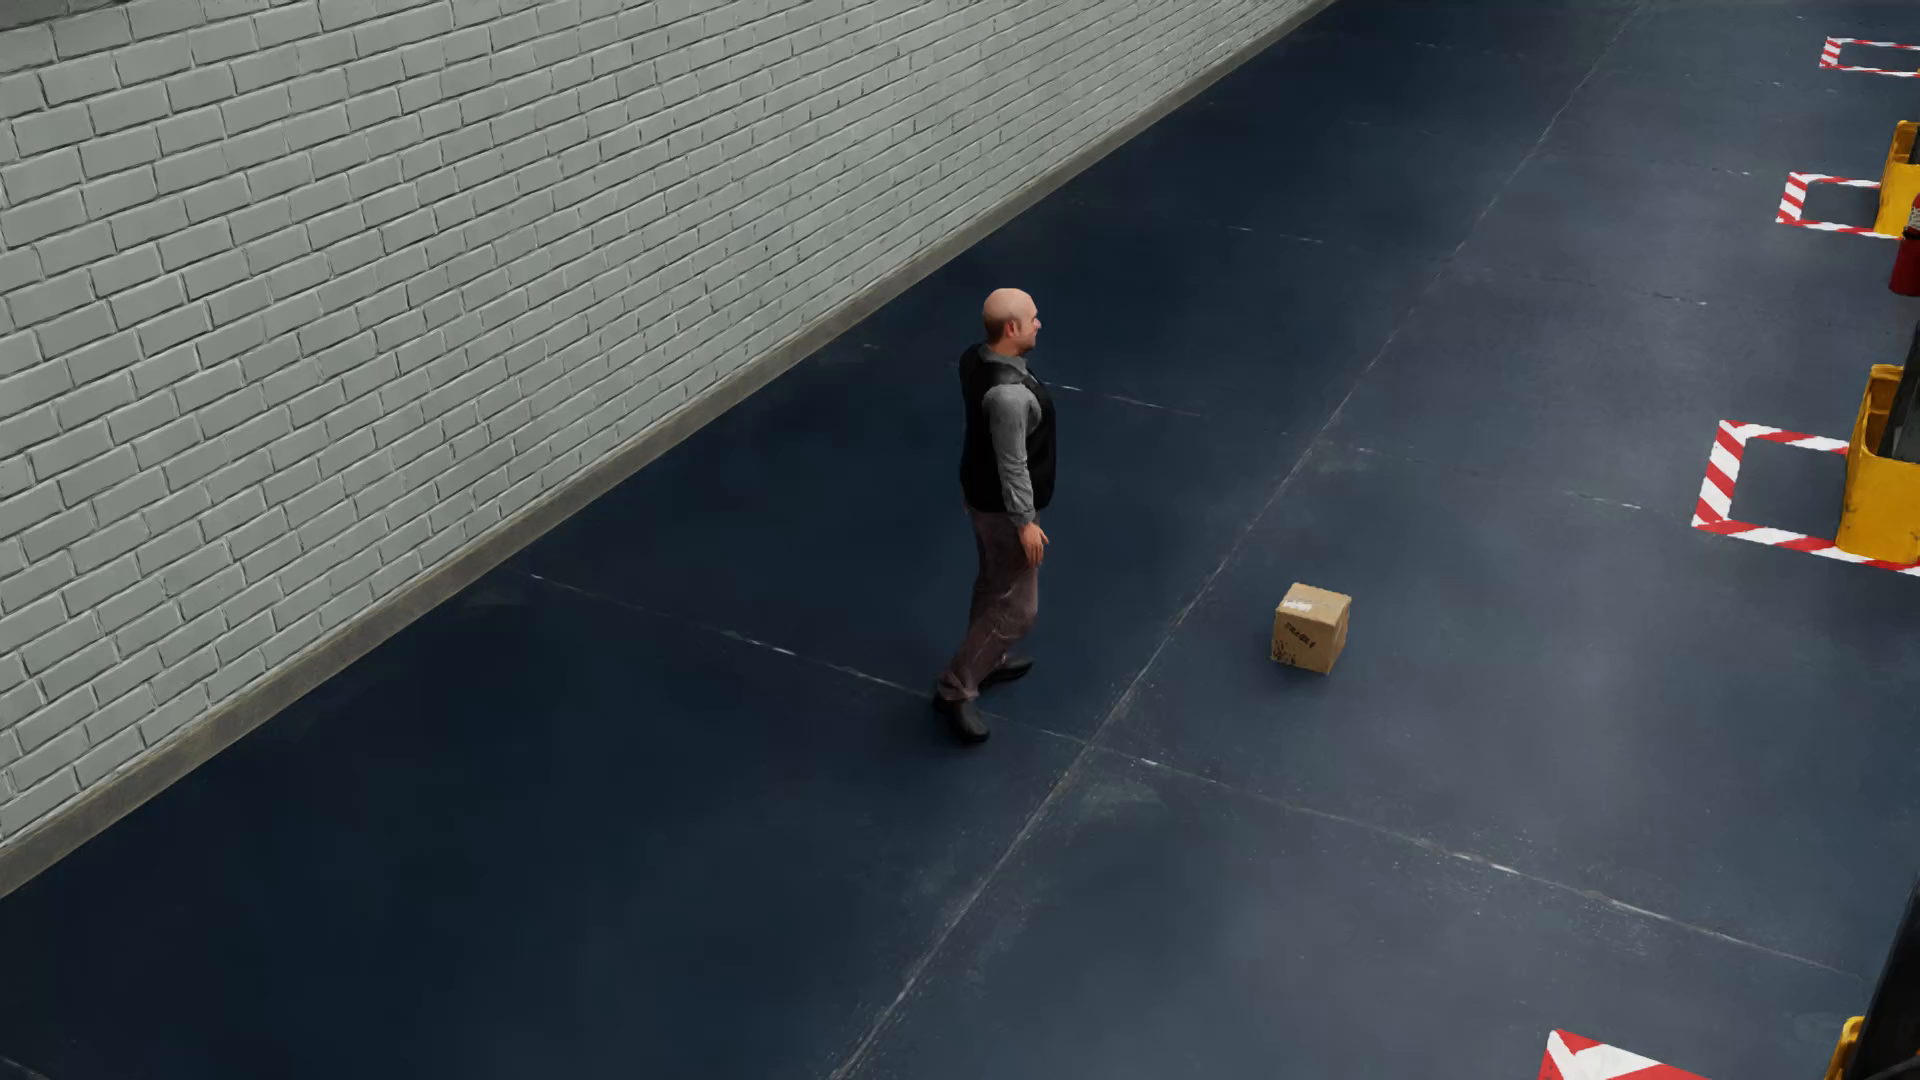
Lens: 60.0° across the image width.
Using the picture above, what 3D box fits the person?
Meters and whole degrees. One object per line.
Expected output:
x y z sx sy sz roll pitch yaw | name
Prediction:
0.122 -0.097 6.322 0.512 1.714 0.728 -4 30 -7 | person
